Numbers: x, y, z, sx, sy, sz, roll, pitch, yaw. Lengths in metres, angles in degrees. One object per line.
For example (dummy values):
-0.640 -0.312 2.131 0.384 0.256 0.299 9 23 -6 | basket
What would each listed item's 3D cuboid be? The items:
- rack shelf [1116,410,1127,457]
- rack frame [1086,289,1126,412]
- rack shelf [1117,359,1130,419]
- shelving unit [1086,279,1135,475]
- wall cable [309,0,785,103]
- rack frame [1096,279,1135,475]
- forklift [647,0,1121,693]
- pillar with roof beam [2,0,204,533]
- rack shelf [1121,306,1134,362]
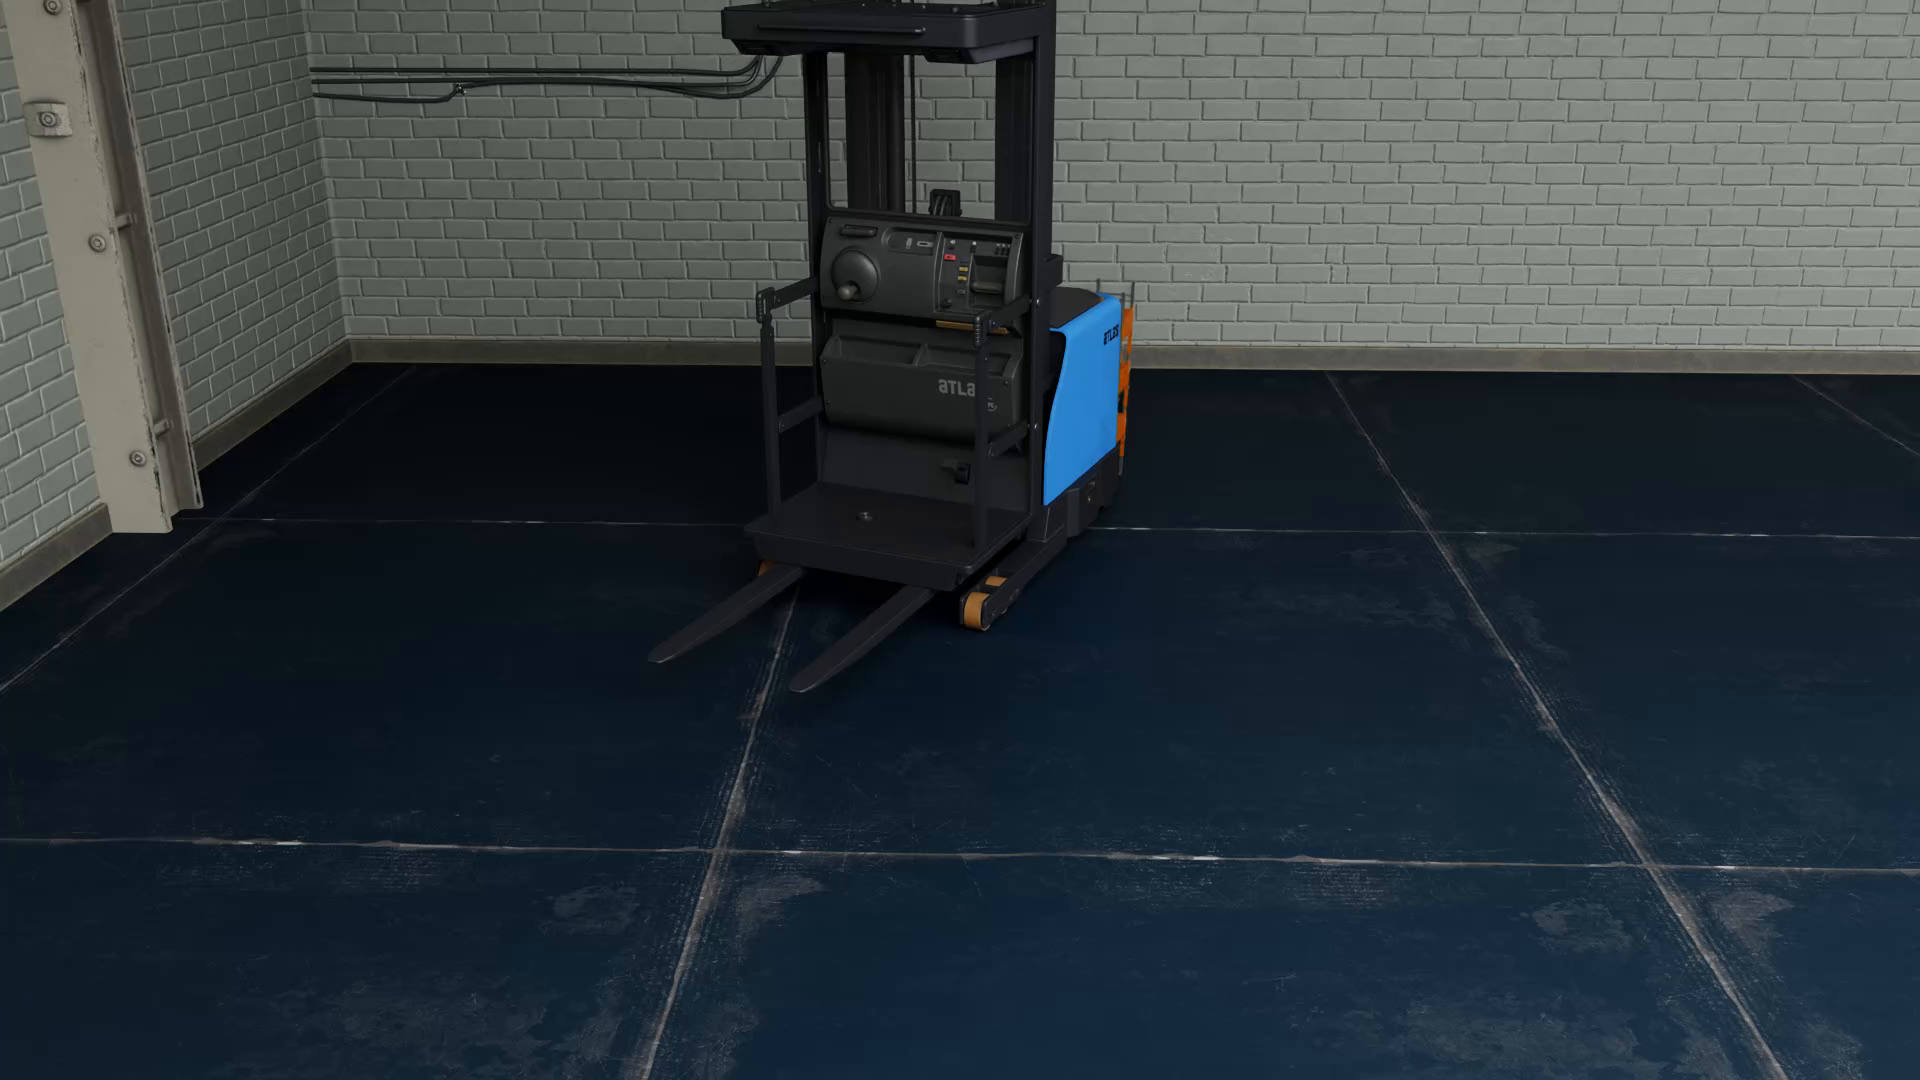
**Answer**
0.744 -0.539 8.754 0.215 0.259 0.240 8 23 15 | rack shelf
0.717 -0.764 8.538 0.200 1.050 0.008 8 23 15 | rack frame
0.752 -0.797 8.651 0.215 0.259 0.240 8 23 15 | rack shelf
0.752 -0.807 8.647 0.215 1.050 0.252 8 23 15 | shelving unit
-2.605 -3.906 9.949 3.097 2.526 0.112 1 21 2 | wall cable
0.788 -0.849 8.756 0.200 1.050 0.008 8 23 15 | rack frame
-0.258 -1.158 6.962 1.130 2.935 3.031 9 23 22 | forklift
0.287 -4.256 6.558 9.100 9.000 0.400 1 21 2 | pillar with roof beam
0.760 -1.060 8.546 0.215 0.259 0.240 8 23 15 | rack shelf
